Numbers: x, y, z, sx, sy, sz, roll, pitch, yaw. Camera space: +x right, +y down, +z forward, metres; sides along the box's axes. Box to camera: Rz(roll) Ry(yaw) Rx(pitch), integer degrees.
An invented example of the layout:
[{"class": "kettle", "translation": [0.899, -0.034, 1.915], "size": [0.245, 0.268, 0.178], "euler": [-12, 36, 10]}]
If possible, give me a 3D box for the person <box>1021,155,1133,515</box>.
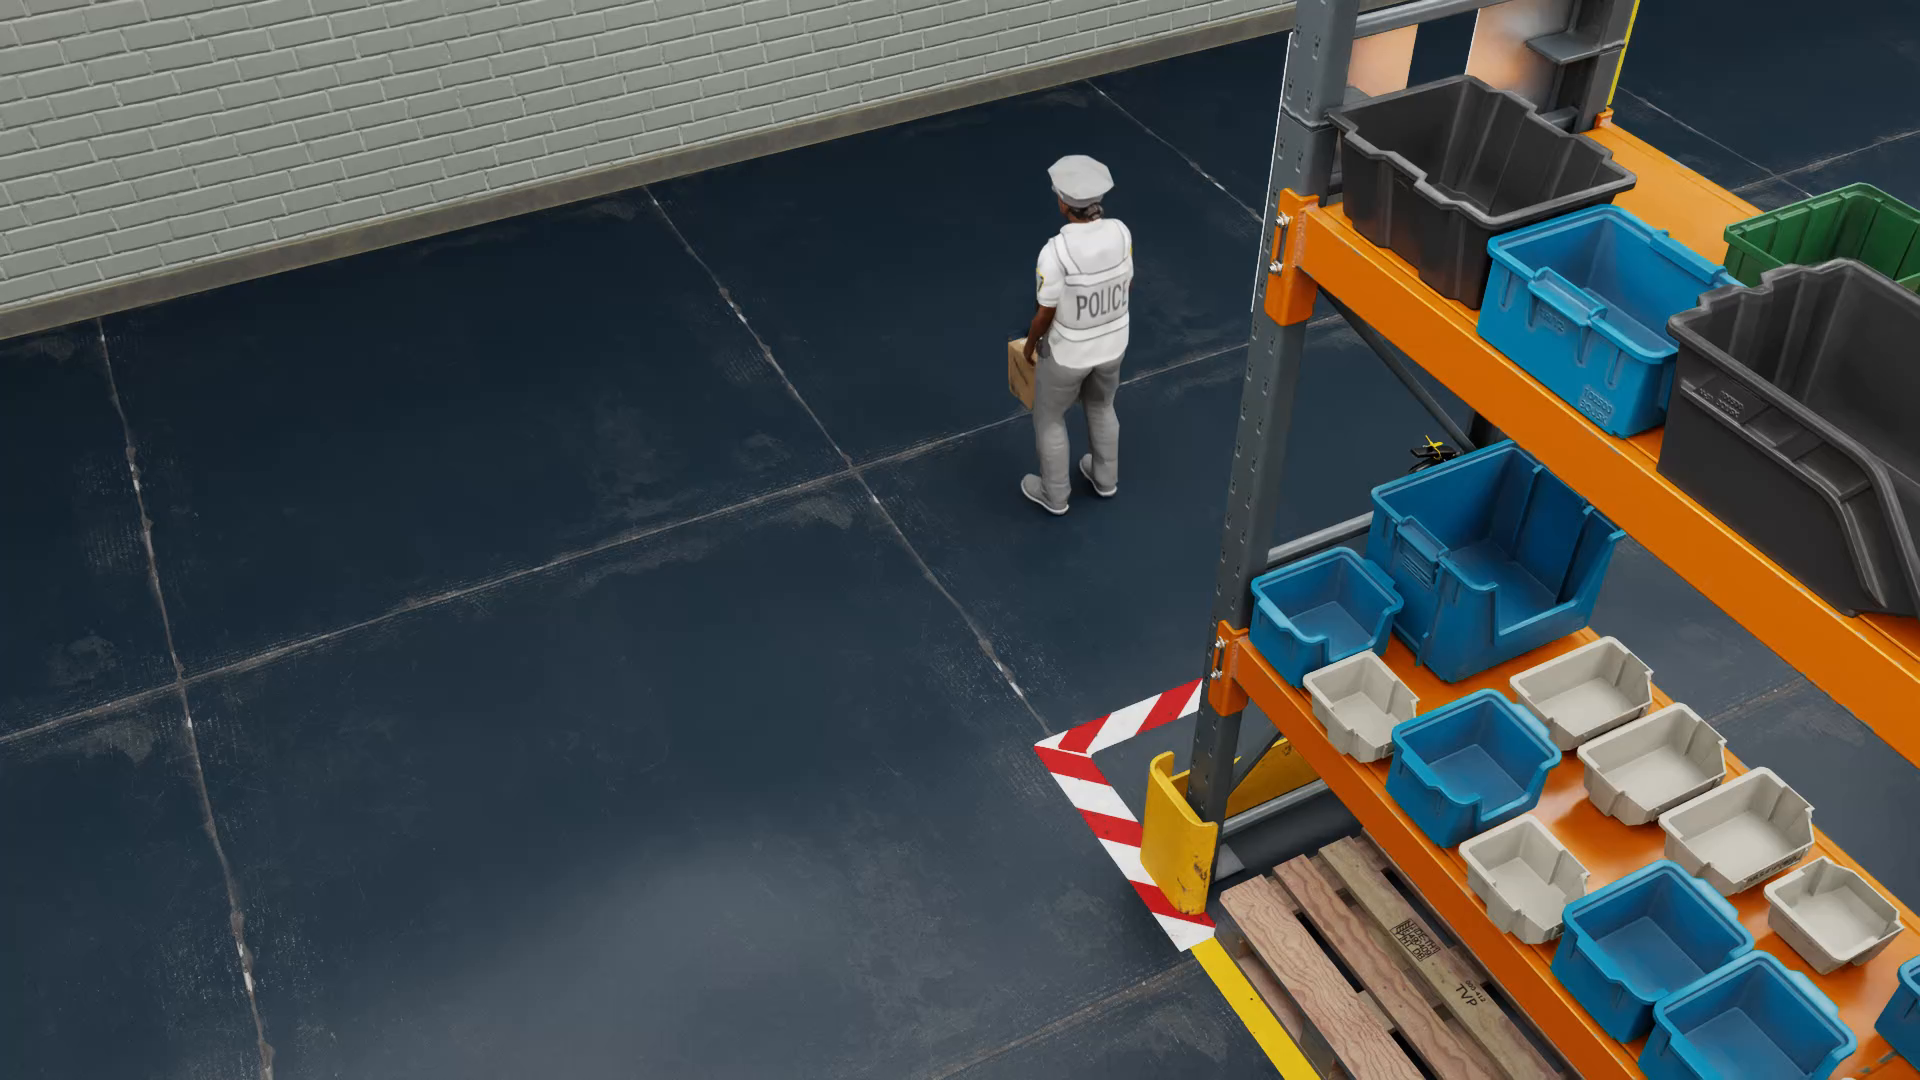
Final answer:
[{"class": "person", "translation": [0.512, -0.831, 7.088], "size": [0.492, 1.672, 0.372], "euler": [-20, 45, -21]}]
